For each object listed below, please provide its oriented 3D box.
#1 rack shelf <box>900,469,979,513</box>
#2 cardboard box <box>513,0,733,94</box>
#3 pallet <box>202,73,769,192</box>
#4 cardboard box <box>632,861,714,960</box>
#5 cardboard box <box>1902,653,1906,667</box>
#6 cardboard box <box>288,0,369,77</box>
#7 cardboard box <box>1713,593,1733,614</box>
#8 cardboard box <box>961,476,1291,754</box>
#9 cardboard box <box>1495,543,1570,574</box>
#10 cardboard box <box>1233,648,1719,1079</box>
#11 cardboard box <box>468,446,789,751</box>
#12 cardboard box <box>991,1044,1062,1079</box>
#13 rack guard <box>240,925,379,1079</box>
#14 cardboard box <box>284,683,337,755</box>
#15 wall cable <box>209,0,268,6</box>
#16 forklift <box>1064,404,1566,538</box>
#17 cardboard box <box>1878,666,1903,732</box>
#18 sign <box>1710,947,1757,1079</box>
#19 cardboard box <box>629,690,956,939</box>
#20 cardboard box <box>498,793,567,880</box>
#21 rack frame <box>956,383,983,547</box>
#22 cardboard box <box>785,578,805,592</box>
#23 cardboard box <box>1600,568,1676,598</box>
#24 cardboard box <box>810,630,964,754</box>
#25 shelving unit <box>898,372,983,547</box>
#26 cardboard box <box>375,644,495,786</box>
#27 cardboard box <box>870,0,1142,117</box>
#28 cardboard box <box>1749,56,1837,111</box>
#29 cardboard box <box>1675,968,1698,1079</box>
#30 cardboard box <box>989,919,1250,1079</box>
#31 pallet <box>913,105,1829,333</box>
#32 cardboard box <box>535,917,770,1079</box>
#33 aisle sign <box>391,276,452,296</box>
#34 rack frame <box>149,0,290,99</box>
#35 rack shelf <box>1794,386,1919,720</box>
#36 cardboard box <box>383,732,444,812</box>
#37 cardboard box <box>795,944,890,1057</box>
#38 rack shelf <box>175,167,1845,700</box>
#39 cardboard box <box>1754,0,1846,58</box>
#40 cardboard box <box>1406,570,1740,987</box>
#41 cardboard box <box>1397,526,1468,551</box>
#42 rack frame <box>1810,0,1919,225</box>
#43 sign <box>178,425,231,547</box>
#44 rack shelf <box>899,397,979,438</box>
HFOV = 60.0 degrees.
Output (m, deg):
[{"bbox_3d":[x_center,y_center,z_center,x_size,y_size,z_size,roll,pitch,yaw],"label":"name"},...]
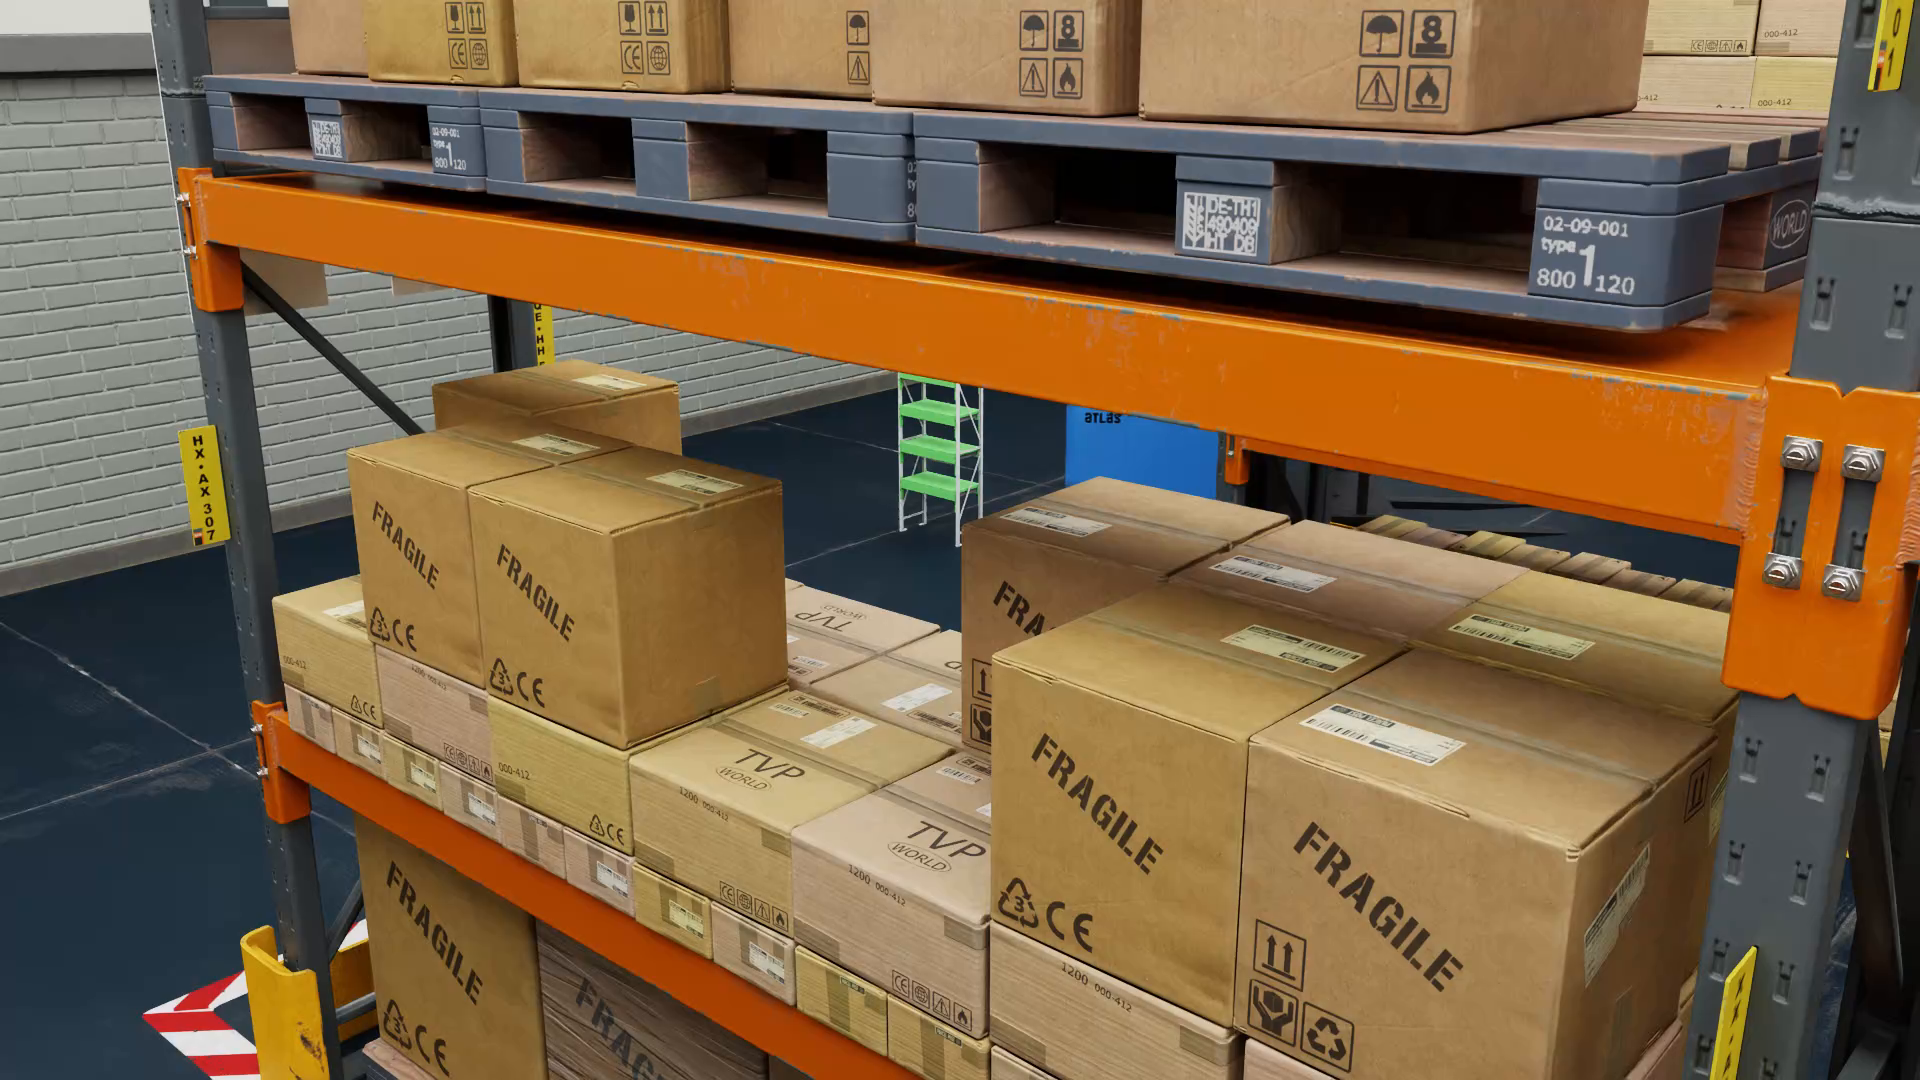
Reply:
[{"bbox_3d":[-0.124,-0.315,10.627,0.480,0.148,0.258,15,23,39],"label":"rack shelf"},{"bbox_3d":[-0.513,-1.222,3.519,0.500,0.500,0.700,13,22,36],"label":"cardboard box"},{"bbox_3d":[-1.135,-1.063,4.189,1.213,0.211,1.003,15,23,39],"label":"pallet"},{"bbox_3d":[-0.499,0.752,3.698,0.250,0.149,0.380,14,23,38],"label":"cardboard box"},{"bbox_3d":[4.154,0.530,7.018,0.250,0.149,0.380,15,23,39],"label":"cardboard box"},{"bbox_3d":[-1.273,-1.455,4.253,0.500,0.500,0.700,13,22,36],"label":"cardboard box"},{"bbox_3d":[3.549,0.377,7.499,0.250,0.149,0.380,14,22,37],"label":"cardboard box"},{"bbox_3d":[0.351,0.195,3.553,0.500,0.500,0.500,14,22,38],"label":"cardboard box"},{"bbox_3d":[2.814,0.153,8.205,0.250,0.149,0.380,14,22,37],"label":"cardboard box"},{"bbox_3d":[0.773,0.522,2.525,0.500,0.500,0.500,16,24,41],"label":"cardboard box"},{"bbox_3d":[-0.752,0.111,3.820,0.500,0.500,0.500,14,23,38],"label":"cardboard box"},{"bbox_3d":[0.272,0.959,3.046,0.250,0.149,0.380,16,23,40],"label":"cardboard box"},{"bbox_3d":[-1.715,1.365,5.485,0.348,0.500,1.175,15,23,39],"label":"rack guard"},{"bbox_3d":[-1.651,0.444,4.670,0.250,0.149,0.380,15,23,40],"label":"cardboard box"},{"bbox_3d":[-3.639,-6.130,9.732,0.120,5.999,2.277,15,23,39],"label":"wall cable"},{"bbox_3d":[2.170,-1.365,10.068,3.031,2.935,1.130,1,18,5],"label":"forklift"},{"bbox_3d":[3.815,0.651,6.636,0.250,0.149,0.380,15,23,39],"label":"cardboard box"},{"bbox_3d":[0.927,0.657,2.021,0.005,0.325,0.100,15,23,39],"label":"sign"},{"bbox_3d":[-0.357,0.573,3.602,0.500,0.250,0.500,14,23,38],"label":"cardboard box"},{"bbox_3d":[-0.881,0.650,4.021,0.250,0.149,0.380,14,23,38],"label":"cardboard box"},{"bbox_3d":[0.059,-0.556,10.381,0.015,1.200,0.240,15,23,39],"label":"rack frame"},{"bbox_3d":[-0.780,0.247,4.631,0.500,0.250,0.500,15,23,38],"label":"cardboard box"},{"bbox_3d":[3.176,0.273,7.829,0.250,0.149,0.380,14,22,37],"label":"cardboard box"},{"bbox_3d":[-0.006,0.453,3.982,0.500,0.250,0.500,15,23,39],"label":"cardboard box"},{"bbox_3d":[-0.124,-0.605,10.535,0.503,1.200,0.258,15,23,39],"label":"shelving unit"},{"bbox_3d":[-1.124,0.368,4.249,0.500,0.250,0.500,15,23,39],"label":"cardboard box"},{"bbox_3d":[0.270,-0.996,2.809,0.500,0.500,0.700,17,24,42],"label":"cardboard box"},{"bbox_3d":[3.370,-1.721,6.365,0.500,0.250,0.500,15,23,39],"label":"cardboard box"},{"bbox_3d":[1.117,0.757,3.023,0.500,0.250,0.500,15,23,38],"label":"cardboard box"},{"bbox_3d":[0.402,0.778,2.957,0.500,0.250,0.500,16,24,41],"label":"cardboard box"},{"bbox_3d":[0.690,-0.573,2.646,1.213,0.211,1.003,15,23,39],"label":"pallet"},{"bbox_3d":[-0.485,1.284,4.426,0.875,0.875,0.875,15,23,39],"label":"cardboard box"},{"bbox_3d":[-1.552,-1.143,4.958,0.004,0.787,0.394,15,23,39],"label":"aisle sign"},{"bbox_3d":[-1.697,-2.681,4.184,0.127,3.000,1.000,15,23,39],"label":"rack frame"},{"bbox_3d":[2.791,0.296,0.951,4.000,0.370,1.077,15,23,39],"label":"rack shelf"},{"bbox_3d":[-1.266,0.546,4.347,0.250,0.149,0.380,14,23,38],"label":"cardboard box"},{"bbox_3d":[-0.112,0.856,3.371,0.250,0.149,0.380,15,23,38],"label":"cardboard box"},{"bbox_3d":[-0.201,-0.507,3.481,4.000,0.370,1.077,15,23,39],"label":"rack shelf"},{"bbox_3d":[3.374,-1.963,6.301,0.500,0.250,0.500,16,24,41],"label":"cardboard box"},{"bbox_3d":[1.106,0.400,2.911,0.500,0.500,0.500,15,23,39],"label":"cardboard box"},{"bbox_3d":[2.385,0.064,8.487,0.250,0.149,0.380,16,23,40],"label":"cardboard box"},{"bbox_3d":[1.295,-1.878,1.654,0.127,3.000,1.000,15,23,39],"label":"rack frame"},{"bbox_3d":[-2.070,-0.148,4.557,0.005,0.325,0.100,15,23,39],"label":"sign"},{"bbox_3d":[-0.124,-0.773,10.482,0.480,0.148,0.258,15,23,39],"label":"rack shelf"}]
